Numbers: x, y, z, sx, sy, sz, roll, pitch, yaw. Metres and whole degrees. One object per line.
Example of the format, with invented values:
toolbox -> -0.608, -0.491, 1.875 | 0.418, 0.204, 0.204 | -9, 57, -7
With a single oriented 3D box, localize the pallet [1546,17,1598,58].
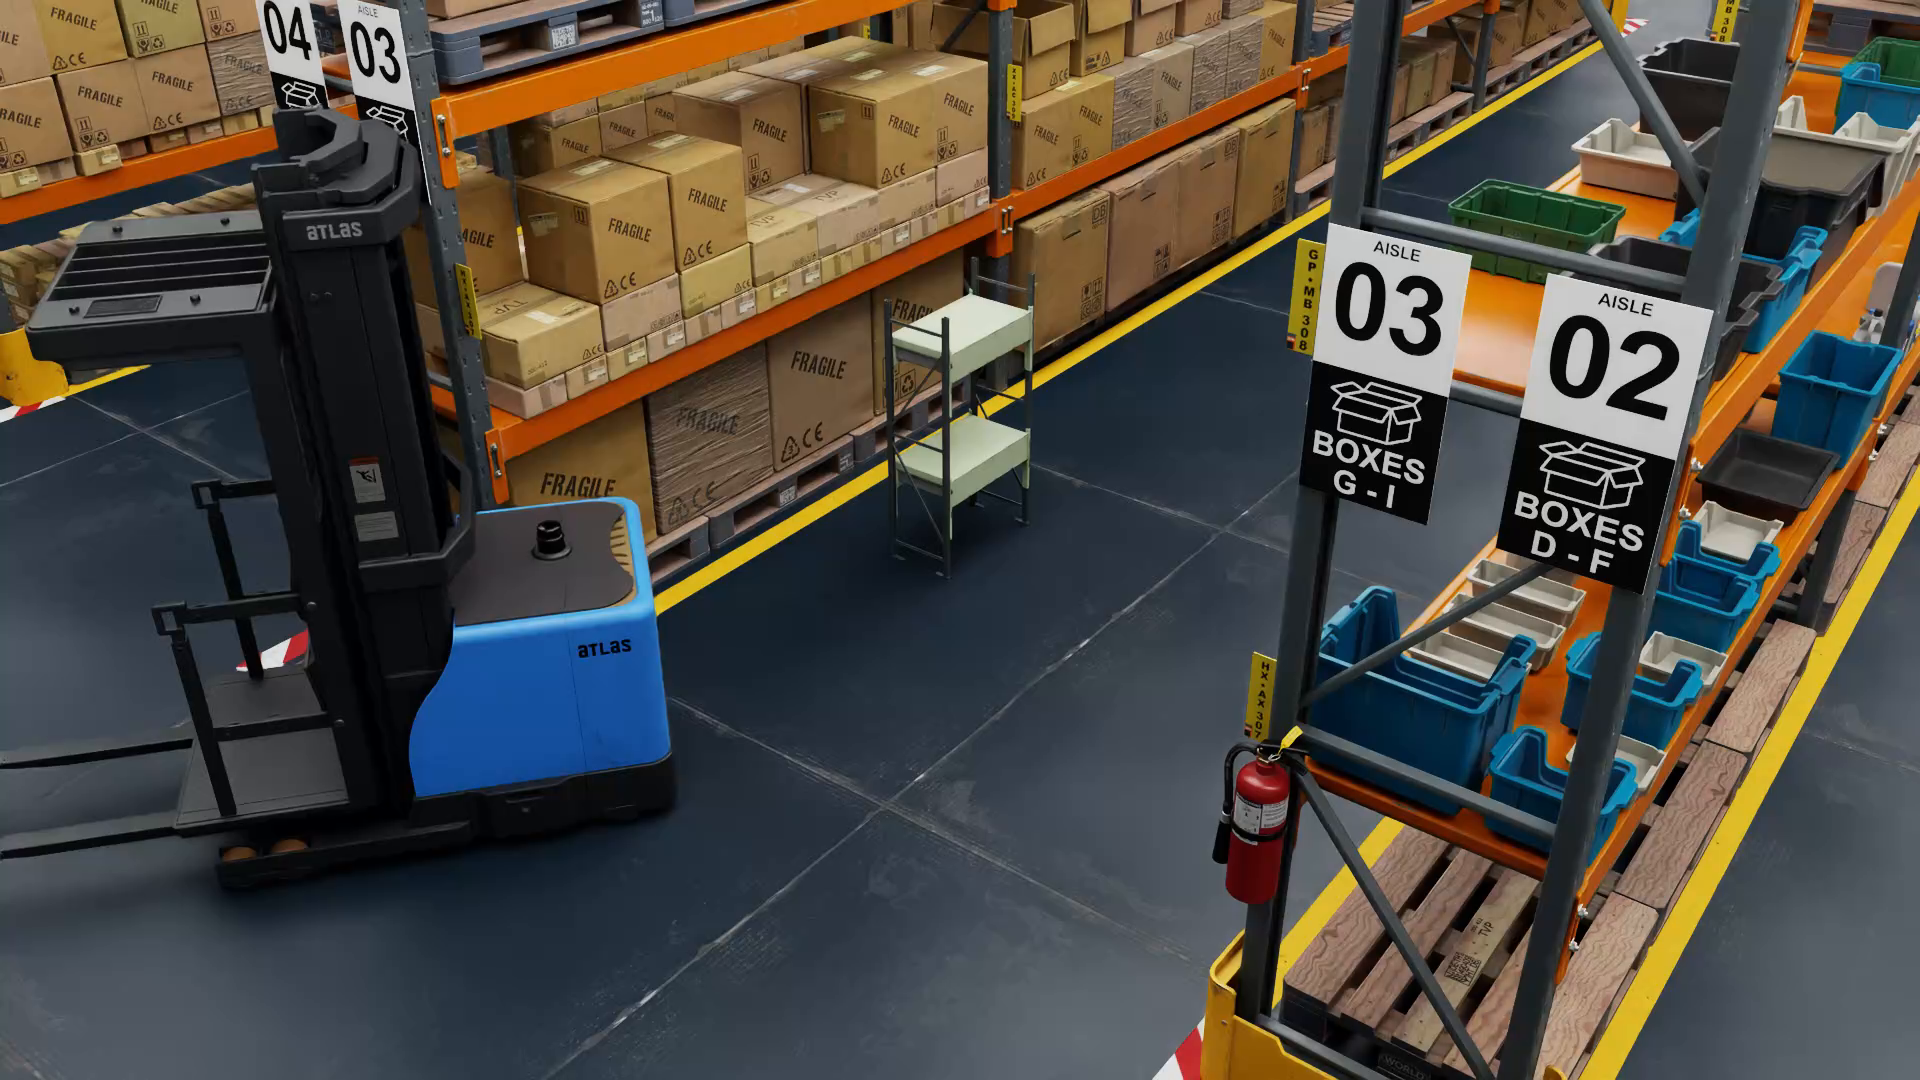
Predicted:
pallet -> 6.557, -5.738, 18.724 | 1.003, 0.211, 1.213 | 21, 37, 31

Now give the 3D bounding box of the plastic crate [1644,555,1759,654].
plastic crate -> 2.618, 0.252, 5.987 | 0.416, 0.233, 0.300 | 21, 37, 31

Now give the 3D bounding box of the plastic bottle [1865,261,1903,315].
plastic bottle -> 4.847, -1.326, 8.667 | 0.152, 0.276, 0.135 | 21, 37, 31

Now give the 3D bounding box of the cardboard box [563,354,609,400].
cardboard box -> -1.906, -0.823, 7.944 | 0.380, 0.149, 0.250 | 21, 36, 31

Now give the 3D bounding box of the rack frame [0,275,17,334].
rack frame -> -6.431, -2.351, 10.276 | 1.000, 3.000, 0.127 | 21, 37, 31

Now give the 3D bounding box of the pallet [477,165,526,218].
pallet -> -3.547, -3.095, 14.265 | 1.003, 0.211, 1.213 | 21, 37, 31

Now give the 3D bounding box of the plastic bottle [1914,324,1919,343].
plastic bottle -> 4.781, -1.098, 8.355 | 0.097, 0.201, 0.097 | 0, 31, 0

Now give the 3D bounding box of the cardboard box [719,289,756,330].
cardboard box -> -1.286, -1.242, 8.650 | 0.380, 0.149, 0.250 | 21, 36, 31

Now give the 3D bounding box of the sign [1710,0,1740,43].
sign -> 3.389, -2.350, 7.322 | 0.100, 0.325, 0.005 | 21, 37, 31

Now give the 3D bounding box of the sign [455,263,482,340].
sign -> -2.098, -1.017, 7.097 | 0.100, 0.325, 0.005 | 21, 37, 31

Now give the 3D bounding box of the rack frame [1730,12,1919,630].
rack frame -> 3.826, -0.886, 7.802 | 1.000, 3.000, 0.127 | 21, 37, 31

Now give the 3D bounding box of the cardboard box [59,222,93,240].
cardboard box -> -6.061, -2.084, 11.625 | 0.380, 0.149, 0.250 | 20, 36, 30

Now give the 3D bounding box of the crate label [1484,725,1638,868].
crate label -> 1.823, 0.788, 5.084 | 0.416, 0.233, 0.303 | 21, 37, 31

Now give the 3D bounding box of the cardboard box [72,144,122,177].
cardboard box -> -5.648, -2.483, 10.744 | 0.380, 0.149, 0.250 | 20, 36, 30

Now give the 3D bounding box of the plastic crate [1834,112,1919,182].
plastic crate -> 3.362, -1.428, 6.035 | 0.293, 0.136, 0.466 | 21, 37, 31

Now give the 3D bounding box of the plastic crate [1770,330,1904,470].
plastic crate -> 3.816, -0.610, 7.293 | 0.392, 0.384, 0.575 | 21, 37, 31

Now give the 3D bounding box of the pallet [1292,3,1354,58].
pallet -> 2.637, -4.276, 13.711 | 1.213, 0.211, 1.003 | 21, 37, 31

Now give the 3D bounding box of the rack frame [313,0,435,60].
rack frame -> -2.537, -3.365, 6.101 | 1.000, 3.000, 0.127 | 21, 37, 31

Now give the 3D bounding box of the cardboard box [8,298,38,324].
cardboard box -> -6.279, -1.584, 11.365 | 0.380, 0.149, 0.250 | 22, 37, 32

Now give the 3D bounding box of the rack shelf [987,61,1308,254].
rack shelf -> 1.085, -2.913, 11.929 | 1.077, 0.370, 4.000 | 21, 37, 31

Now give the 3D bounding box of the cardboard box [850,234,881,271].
cardboard box -> -0.666, -1.659, 9.353 | 0.380, 0.149, 0.250 | 22, 37, 32

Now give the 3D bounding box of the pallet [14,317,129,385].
pallet -> -5.866, -1.502, 11.578 | 1.003, 0.211, 1.213 | 21, 37, 31

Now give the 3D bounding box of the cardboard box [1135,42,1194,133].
cardboard box -> 1.267, -3.182, 11.580 | 0.500, 0.500, 0.500 | 22, 37, 32

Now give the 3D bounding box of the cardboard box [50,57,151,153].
cardboard box -> -5.637, -2.845, 10.719 | 0.500, 0.500, 0.500 | 21, 37, 31

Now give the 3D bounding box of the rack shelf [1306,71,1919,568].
rack shelf -> 2.619, -1.054, 5.849 | 1.077, 0.370, 4.000 | 21, 37, 31

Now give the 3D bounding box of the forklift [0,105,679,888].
forklift -> -2.802, -0.130, 6.594 | 3.031, 2.935, 1.130 | -7, 31, -12

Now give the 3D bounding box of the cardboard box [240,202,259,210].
cardboard box -> -4.989, -2.343, 12.062 | 0.380, 0.149, 0.250 | 21, 37, 31

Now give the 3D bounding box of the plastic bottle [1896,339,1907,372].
plastic bottle -> 4.523, -0.925, 8.063 | 0.097, 0.201, 0.097 | 0, 31, 0

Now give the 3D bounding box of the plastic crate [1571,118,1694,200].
plastic crate -> 2.461, -1.353, 5.907 | 0.437, 0.136, 0.530 | 21, 37, 31

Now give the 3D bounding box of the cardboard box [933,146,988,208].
cardboard box -> -0.180, -2.213, 9.897 | 0.500, 0.250, 0.500 | 20, 36, 30

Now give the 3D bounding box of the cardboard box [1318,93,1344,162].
cardboard box -> 3.005, -3.657, 14.500 | 0.700, 0.500, 0.500 | 18, 35, 27

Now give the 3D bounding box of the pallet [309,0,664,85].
pallet -> -2.098, -2.341, 7.403 | 1.003, 0.211, 1.213 | 21, 37, 31

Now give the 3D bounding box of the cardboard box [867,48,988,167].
cardboard box -> -0.187, -2.527, 9.691 | 0.500, 0.500, 0.500 | 22, 37, 33

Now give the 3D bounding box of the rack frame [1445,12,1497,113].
rack frame -> 4.706, -5.662, 15.861 | 1.000, 3.000, 0.127 | 21, 37, 31

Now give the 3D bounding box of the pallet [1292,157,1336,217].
pallet -> 2.765, -3.153, 14.364 | 1.003, 0.211, 1.213 | 21, 37, 31

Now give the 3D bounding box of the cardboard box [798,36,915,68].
cardboard box -> -0.616, -2.680, 9.950 | 0.500, 0.500, 0.500 | 21, 37, 31

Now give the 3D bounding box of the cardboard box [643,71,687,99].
cardboard box -> -2.729, -4.047, 14.442 | 0.500, 0.250, 0.500 | 23, 37, 33

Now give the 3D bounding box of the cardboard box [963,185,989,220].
cardboard box -> -0.046, -2.077, 10.059 | 0.380, 0.149, 0.250 | 21, 37, 32

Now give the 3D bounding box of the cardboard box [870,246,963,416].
cardboard box -> -0.585, -1.433, 10.398 | 0.875, 0.875, 0.875 | 21, 37, 31

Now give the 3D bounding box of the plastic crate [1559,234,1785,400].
plastic crate -> 1.866, -0.565, 4.447 | 0.497, 0.269, 0.590 | 21, 37, 31

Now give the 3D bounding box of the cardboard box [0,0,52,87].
cardboard box -> -5.948, -3.053, 10.089 | 0.500, 0.500, 0.500 | 21, 36, 31

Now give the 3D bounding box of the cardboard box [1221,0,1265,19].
cardboard box -> 1.838, -4.218, 12.343 | 0.797, 0.503, 0.637 | 23, 37, 33

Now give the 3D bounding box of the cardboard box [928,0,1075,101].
cardboard box -> 0.256, -3.147, 10.535 | 0.797, 0.503, 0.637 | 20, 36, 30

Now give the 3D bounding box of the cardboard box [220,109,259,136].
cardboard box -> -5.073, -2.924, 11.488 | 0.380, 0.149, 0.250 | 23, 37, 33

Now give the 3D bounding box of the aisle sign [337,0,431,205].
aisle sign -> -2.342, -1.781, 6.763 | 0.394, 0.787, 0.004 | 21, 37, 31

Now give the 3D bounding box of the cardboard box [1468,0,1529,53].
cardboard box -> 5.632, -5.429, 17.508 | 0.500, 0.500, 0.500 | 18, 35, 27

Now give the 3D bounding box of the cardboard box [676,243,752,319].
cardboard box -> -1.418, -1.376, 8.485 | 0.500, 0.250, 0.500 | 20, 36, 30

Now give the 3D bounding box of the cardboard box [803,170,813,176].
cardboard box -> -0.919, -2.162, 9.812 | 0.500, 0.250, 0.500 | 21, 37, 31

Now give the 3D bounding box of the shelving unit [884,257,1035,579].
shelving unit -> 0.004, -0.648, 8.872 | 0.431, 1.500, 0.755 | 21, 37, 31

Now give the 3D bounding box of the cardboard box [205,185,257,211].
cardboard box -> -5.353, -2.484, 12.300 | 0.380, 0.149, 0.250 | 21, 37, 32

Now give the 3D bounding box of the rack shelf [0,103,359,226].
rack shelf -> -5.223, -2.855, 11.831 | 1.077, 0.370, 4.000 | 21, 37, 31

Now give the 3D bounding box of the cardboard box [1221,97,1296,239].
cardboard box -> 1.859, -3.028, 13.090 | 1.225, 0.875, 0.875 | 19, 36, 29

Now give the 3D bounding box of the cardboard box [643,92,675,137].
cardboard box -> -2.735, -3.734, 14.648 | 0.500, 0.500, 0.500 | 22, 37, 32

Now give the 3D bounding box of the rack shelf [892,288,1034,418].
rack shelf -> 0.004, -0.984, 8.673 | 0.431, 0.370, 0.720 | 21, 37, 31

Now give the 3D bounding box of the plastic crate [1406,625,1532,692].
plastic crate -> 1.759, 0.441, 5.764 | 0.396, 0.136, 0.243 | 21, 37, 31

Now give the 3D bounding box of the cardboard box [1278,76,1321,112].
cardboard box -> 2.672, -3.754, 13.927 | 0.500, 0.250, 0.500 | 23, 38, 33

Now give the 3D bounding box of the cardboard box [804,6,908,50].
cardboard box -> -1.162, -5.036, 16.600 | 1.050, 0.750, 0.750 | 21, 36, 31
